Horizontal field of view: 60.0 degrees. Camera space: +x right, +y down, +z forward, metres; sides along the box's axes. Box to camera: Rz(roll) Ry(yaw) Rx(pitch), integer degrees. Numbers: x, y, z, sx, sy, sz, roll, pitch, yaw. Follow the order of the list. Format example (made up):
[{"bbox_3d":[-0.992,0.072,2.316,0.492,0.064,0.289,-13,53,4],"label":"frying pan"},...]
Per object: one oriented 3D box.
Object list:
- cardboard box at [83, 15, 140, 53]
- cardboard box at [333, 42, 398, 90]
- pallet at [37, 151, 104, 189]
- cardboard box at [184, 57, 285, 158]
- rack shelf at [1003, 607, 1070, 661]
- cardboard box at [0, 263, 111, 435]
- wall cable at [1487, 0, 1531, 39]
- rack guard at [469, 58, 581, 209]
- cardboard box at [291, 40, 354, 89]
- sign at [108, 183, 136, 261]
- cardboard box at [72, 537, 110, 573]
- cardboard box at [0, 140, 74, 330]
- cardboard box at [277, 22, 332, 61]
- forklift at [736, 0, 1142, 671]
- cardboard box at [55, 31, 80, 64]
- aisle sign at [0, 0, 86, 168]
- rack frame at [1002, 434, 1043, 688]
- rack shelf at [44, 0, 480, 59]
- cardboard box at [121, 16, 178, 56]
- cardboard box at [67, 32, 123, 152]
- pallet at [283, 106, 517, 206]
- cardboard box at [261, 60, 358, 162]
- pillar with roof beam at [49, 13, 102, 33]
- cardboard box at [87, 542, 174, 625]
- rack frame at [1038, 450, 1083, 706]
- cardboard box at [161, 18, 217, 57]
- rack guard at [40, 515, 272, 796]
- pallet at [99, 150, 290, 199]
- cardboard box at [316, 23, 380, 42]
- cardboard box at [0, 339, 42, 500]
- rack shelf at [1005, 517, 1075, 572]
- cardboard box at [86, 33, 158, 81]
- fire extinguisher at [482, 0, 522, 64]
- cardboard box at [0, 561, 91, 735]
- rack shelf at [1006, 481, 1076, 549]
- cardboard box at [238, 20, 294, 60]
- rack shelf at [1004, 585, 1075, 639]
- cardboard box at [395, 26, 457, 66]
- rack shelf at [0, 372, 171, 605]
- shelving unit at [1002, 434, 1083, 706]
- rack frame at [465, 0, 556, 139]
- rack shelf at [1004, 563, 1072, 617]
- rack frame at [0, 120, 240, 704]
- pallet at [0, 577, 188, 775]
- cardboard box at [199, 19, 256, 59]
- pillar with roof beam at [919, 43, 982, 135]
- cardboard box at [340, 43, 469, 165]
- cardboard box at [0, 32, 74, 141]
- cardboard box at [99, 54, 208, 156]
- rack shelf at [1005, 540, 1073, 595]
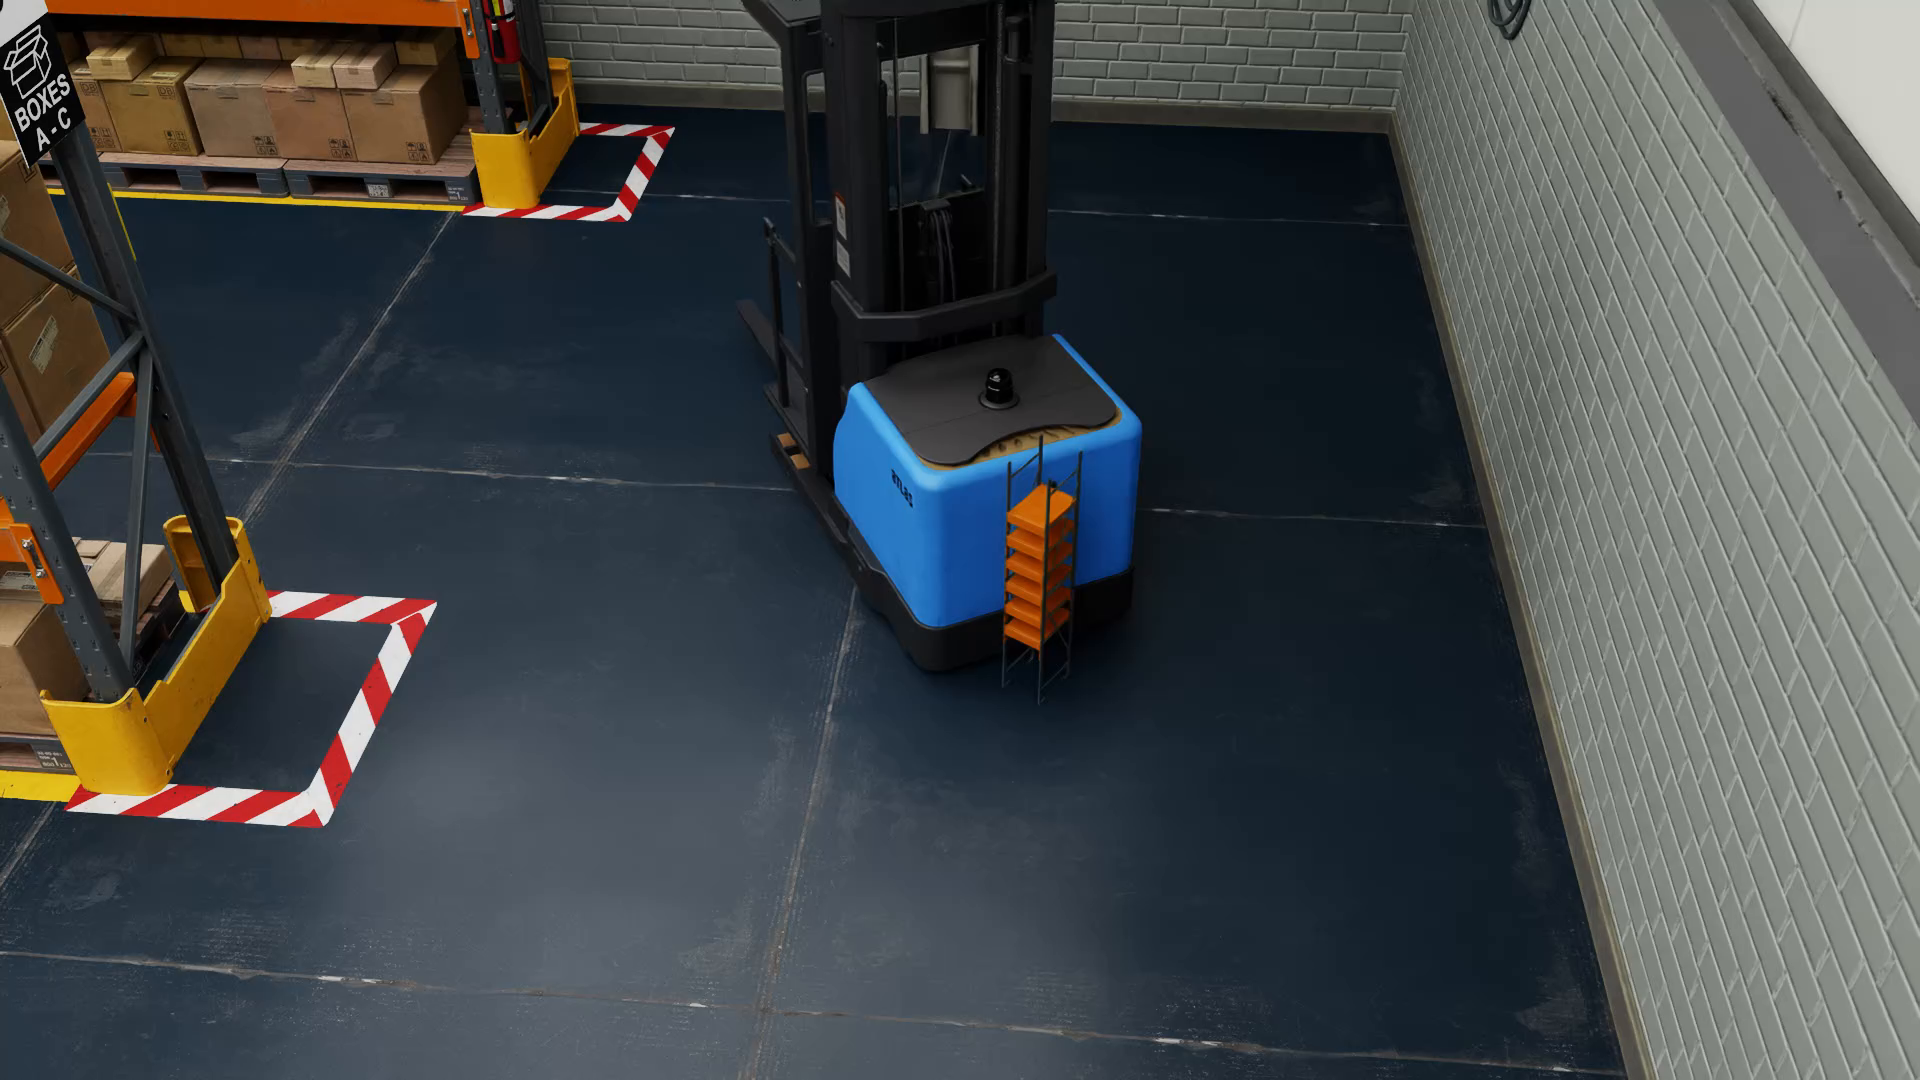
[{"bbox_3d":[-5.414,-3.272,10.697,0.250,0.149,0.380,2,39,2],"label":"cardboard box"},{"bbox_3d":[-3.676,-2.935,10.284,0.250,0.149,0.380,3,39,3],"label":"cardboard box"},{"bbox_3d":[-6.060,-2.668,11.031,1.213,0.211,1.003,3,39,4],"label":"pallet"},{"bbox_3d":[-4.532,-2.845,10.687,0.500,0.500,0.700,2,39,2],"label":"cardboard box"},{"bbox_3d":[0.329,0.364,6.973,0.180,0.103,0.258,25,45,27],"label":"rack shelf"},{"bbox_3d":[-3.669,-0.736,6.369,0.500,0.500,0.500,4,39,5],"label":"cardboard box"},{"bbox_3d":[2.778,-4.212,8.427,0.112,2.526,3.097,3,39,4],"label":"wall cable"},{"bbox_3d":[-2.802,-2.652,10.782,0.348,0.500,1.175,3,39,4],"label":"rack guard"},{"bbox_3d":[-3.930,-2.949,10.300,0.250,0.149,0.380,4,39,5],"label":"cardboard box"},{"bbox_3d":[-3.203,-1.184,6.313,0.005,0.325,0.100,3,39,4],"label":"sign"},{"bbox_3d":[-3.886,0.169,7.233,0.250,0.166,0.380,3,39,4],"label":"cardboard box"},{"bbox_3d":[-3.669,-1.123,6.053,0.500,0.500,0.500,4,39,5],"label":"cardboard box"},{"bbox_3d":[-4.144,-3.203,10.613,0.250,0.149,0.380,3,39,4],"label":"cardboard box"},{"bbox_3d":[-0.303,-1.504,7.447,1.130,2.935,3.031,-16,42,-19],"label":"forklift"},{"bbox_3d":[-5.749,-3.047,10.421,0.250,0.149,0.380,4,39,5],"label":"cardboard box"},{"bbox_3d":[-3.156,-1.696,5.569,0.004,0.787,0.394,3,39,4],"label":"aisle sign"},{"bbox_3d":[0.255,0.110,6.835,0.006,1.200,0.240,25,45,27],"label":"rack frame"},{"bbox_3d":[-4.819,-3.452,10.356,4.000,0.370,1.077,3,39,4],"label":"rack shelf"},{"bbox_3d":[-5.163,-3.257,10.680,0.250,0.149,0.380,4,39,4],"label":"cardboard box"},{"bbox_3d":[-5.575,-2.899,10.754,0.500,0.500,0.700,3,39,3],"label":"cardboard box"},{"bbox_3d":[-3.629,-2.535,10.868,1.213,0.211,1.003,3,39,4],"label":"pallet"},{"bbox_3d":[-4.030,-2.818,10.654,0.500,0.500,0.700,3,39,4],"label":"cardboard box"},{"bbox_3d":[-6.410,-3.965,5.664,0.400,9.000,9.100,3,39,4],"label":"pillar with roof beam"},{"bbox_3d":[-3.637,0.189,7.222,0.250,0.149,0.380,3,39,4],"label":"cardboard box"},{"bbox_3d":[0.403,0.177,6.752,0.006,1.200,0.240,25,45,27],"label":"rack frame"},{"bbox_3d":[-4.906,-3.244,10.663,0.250,0.149,0.380,2,39,3],"label":"cardboard box"},{"bbox_3d":[-3.325,0.458,6.961,0.348,0.500,1.175,3,39,4],"label":"rack guard"},{"bbox_3d":[-4.841,-2.603,10.952,1.213,0.211,1.003,3,39,4],"label":"pallet"},{"bbox_3d":[-3.895,-3.189,10.596,0.250,0.149,0.380,3,39,4],"label":"cardboard box"},{"bbox_3d":[-3.719,-0.399,5.955,0.500,0.500,0.500,4,39,5],"label":"cardboard box"},{"bbox_3d":[0.329,-0.008,6.670,0.180,0.103,0.258,25,45,27],"label":"rack shelf"},{"bbox_3d":[-5.229,-3.018,10.386,0.250,0.149,0.380,2,39,3],"label":"cardboard box"},{"bbox_3d":[-2.716,-3.149,9.770,0.183,0.674,0.296,3,39,4],"label":"fire extinguisher"},{"bbox_3d":[-3.813,0.417,6.663,0.500,0.500,0.500,3,39,4],"label":"cardboard box"},{"bbox_3d":[0.329,-0.101,6.595,0.180,0.103,0.258,25,45,27],"label":"rack shelf"},{"bbox_3d":[-4.398,-3.216,10.629,0.250,0.149,0.380,4,39,4],"label":"cardboard box"},{"bbox_3d":[0.329,0.271,6.898,0.180,0.103,0.258,25,45,27],"label":"rack shelf"},{"bbox_3d":[-3.390,-3.162,10.562,0.250,0.149,0.380,3,39,4],"label":"cardboard box"},{"bbox_3d":[-5.242,-0.337,6.528,4.000,0.370,1.077,3,39,4],"label":"rack shelf"},{"bbox_3d":[0.329,0.143,6.794,0.189,1.200,0.258,25,45,27],"label":"shelving unit"},{"bbox_3d":[-2.826,-3.622,9.995,0.127,3.000,1.000,3,39,4],"label":"rack frame"},{"bbox_3d":[0.329,0.178,6.822,0.180,0.103,0.258,25,45,27],"label":"rack shelf"},{"bbox_3d":[-3.250,-0.507,6.167,0.127,3.000,1.000,3,39,4],"label":"rack frame"},{"bbox_3d":[-4.120,0.528,7.105,1.213,0.211,1.003,3,39,4],"label":"pallet"},{"bbox_3d":[-4.653,-3.230,10.646,0.250,0.149,0.380,4,39,4],"label":"cardboard box"},{"bbox_3d":[-0.433,-3.639,5.262,0.400,9.000,9.100,3,39,4],"label":"pillar with roof beam"},{"bbox_3d":[-3.532,-2.791,10.621,0.500,0.500,0.700,3,39,4],"label":"cardboard box"},{"bbox_3d":[-6.075,-2.929,10.790,0.500,0.500,0.700,4,39,4],"label":"cardboard box"},{"bbox_3d":[-5.063,-2.870,10.717,0.500,0.500,0.700,4,39,5],"label":"cardboard box"},{"bbox_3d":[0.329,0.085,6.746,0.180,0.103,0.258,25,45,27],"label":"rack shelf"}]
